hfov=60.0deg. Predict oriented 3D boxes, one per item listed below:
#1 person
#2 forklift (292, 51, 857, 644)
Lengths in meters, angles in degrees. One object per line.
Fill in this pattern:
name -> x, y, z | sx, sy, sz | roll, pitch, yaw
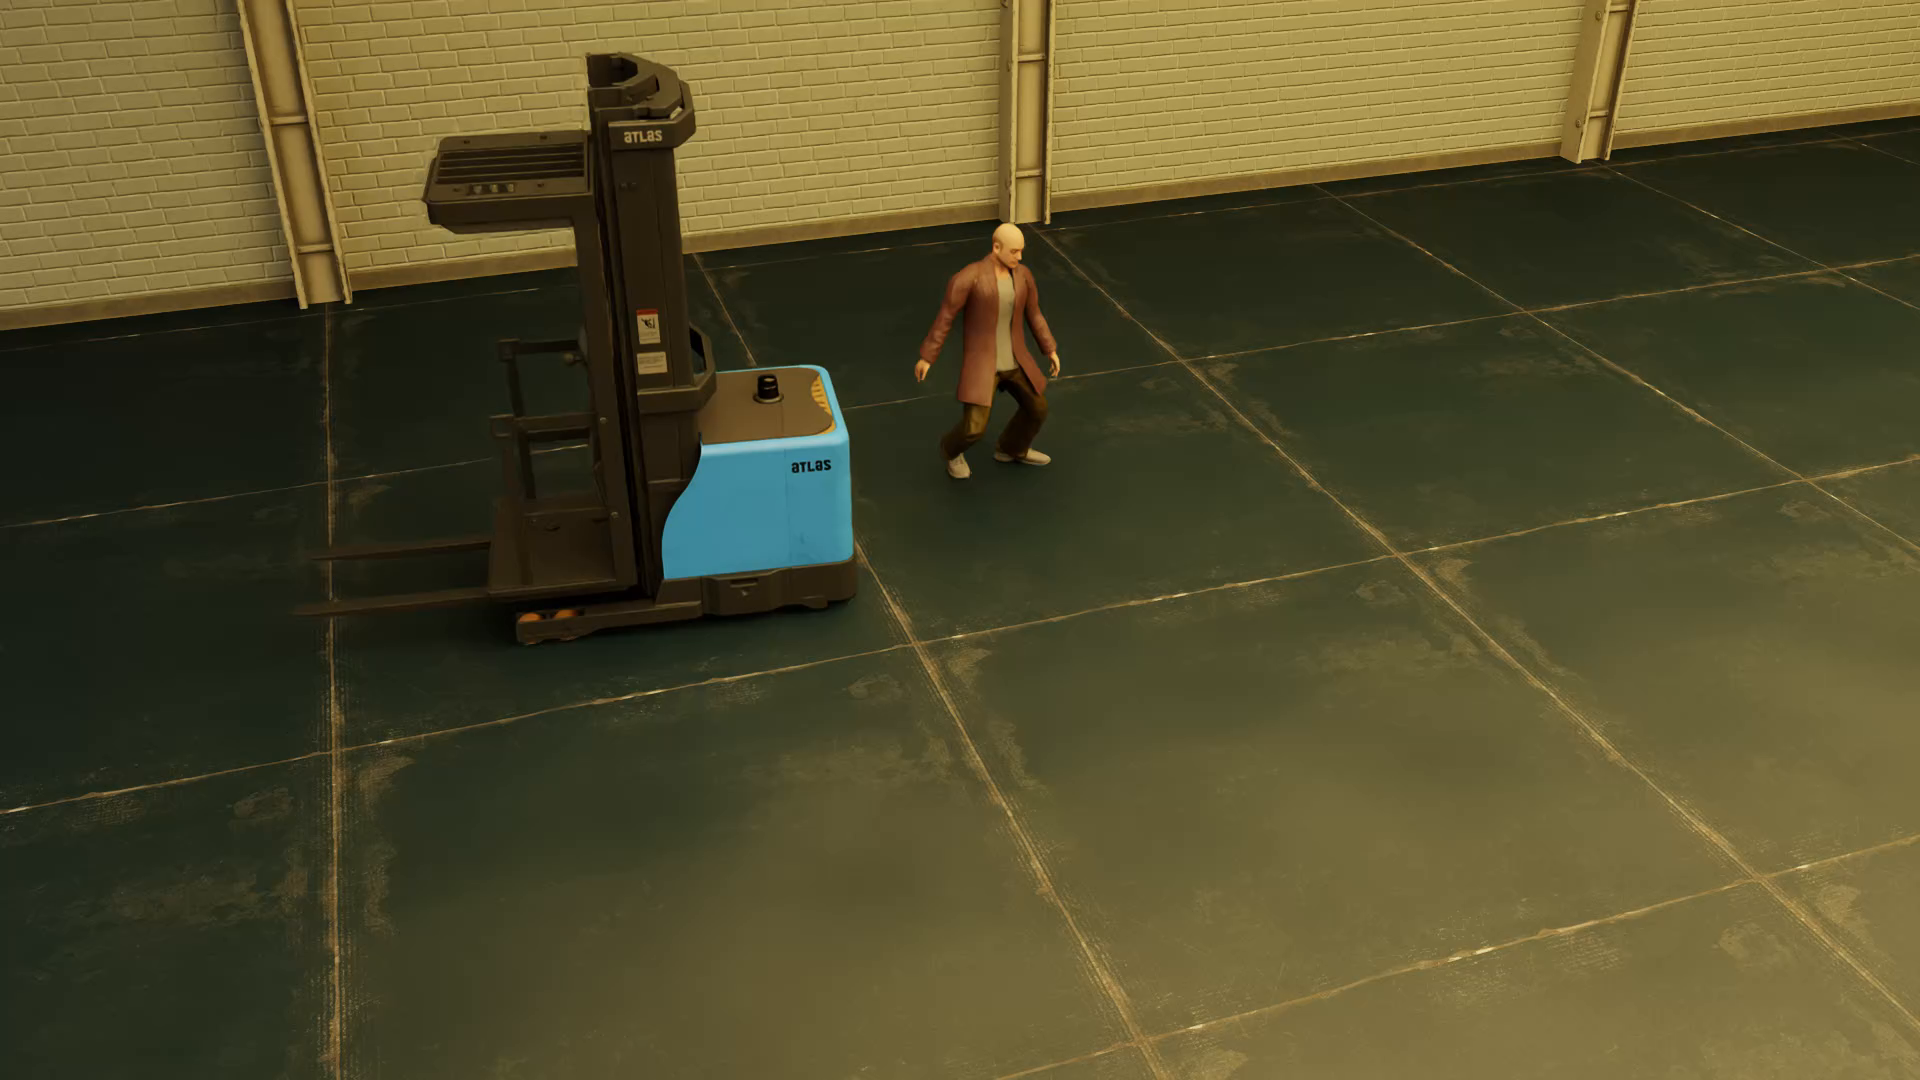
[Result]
person -> 0.183, -1.134, 10.321 | 0.939, 1.687, 0.577 | -14, 33, -23
forklift -> -2.151, -0.990, 8.808 | 3.031, 2.935, 1.130 | -6, 30, -10
